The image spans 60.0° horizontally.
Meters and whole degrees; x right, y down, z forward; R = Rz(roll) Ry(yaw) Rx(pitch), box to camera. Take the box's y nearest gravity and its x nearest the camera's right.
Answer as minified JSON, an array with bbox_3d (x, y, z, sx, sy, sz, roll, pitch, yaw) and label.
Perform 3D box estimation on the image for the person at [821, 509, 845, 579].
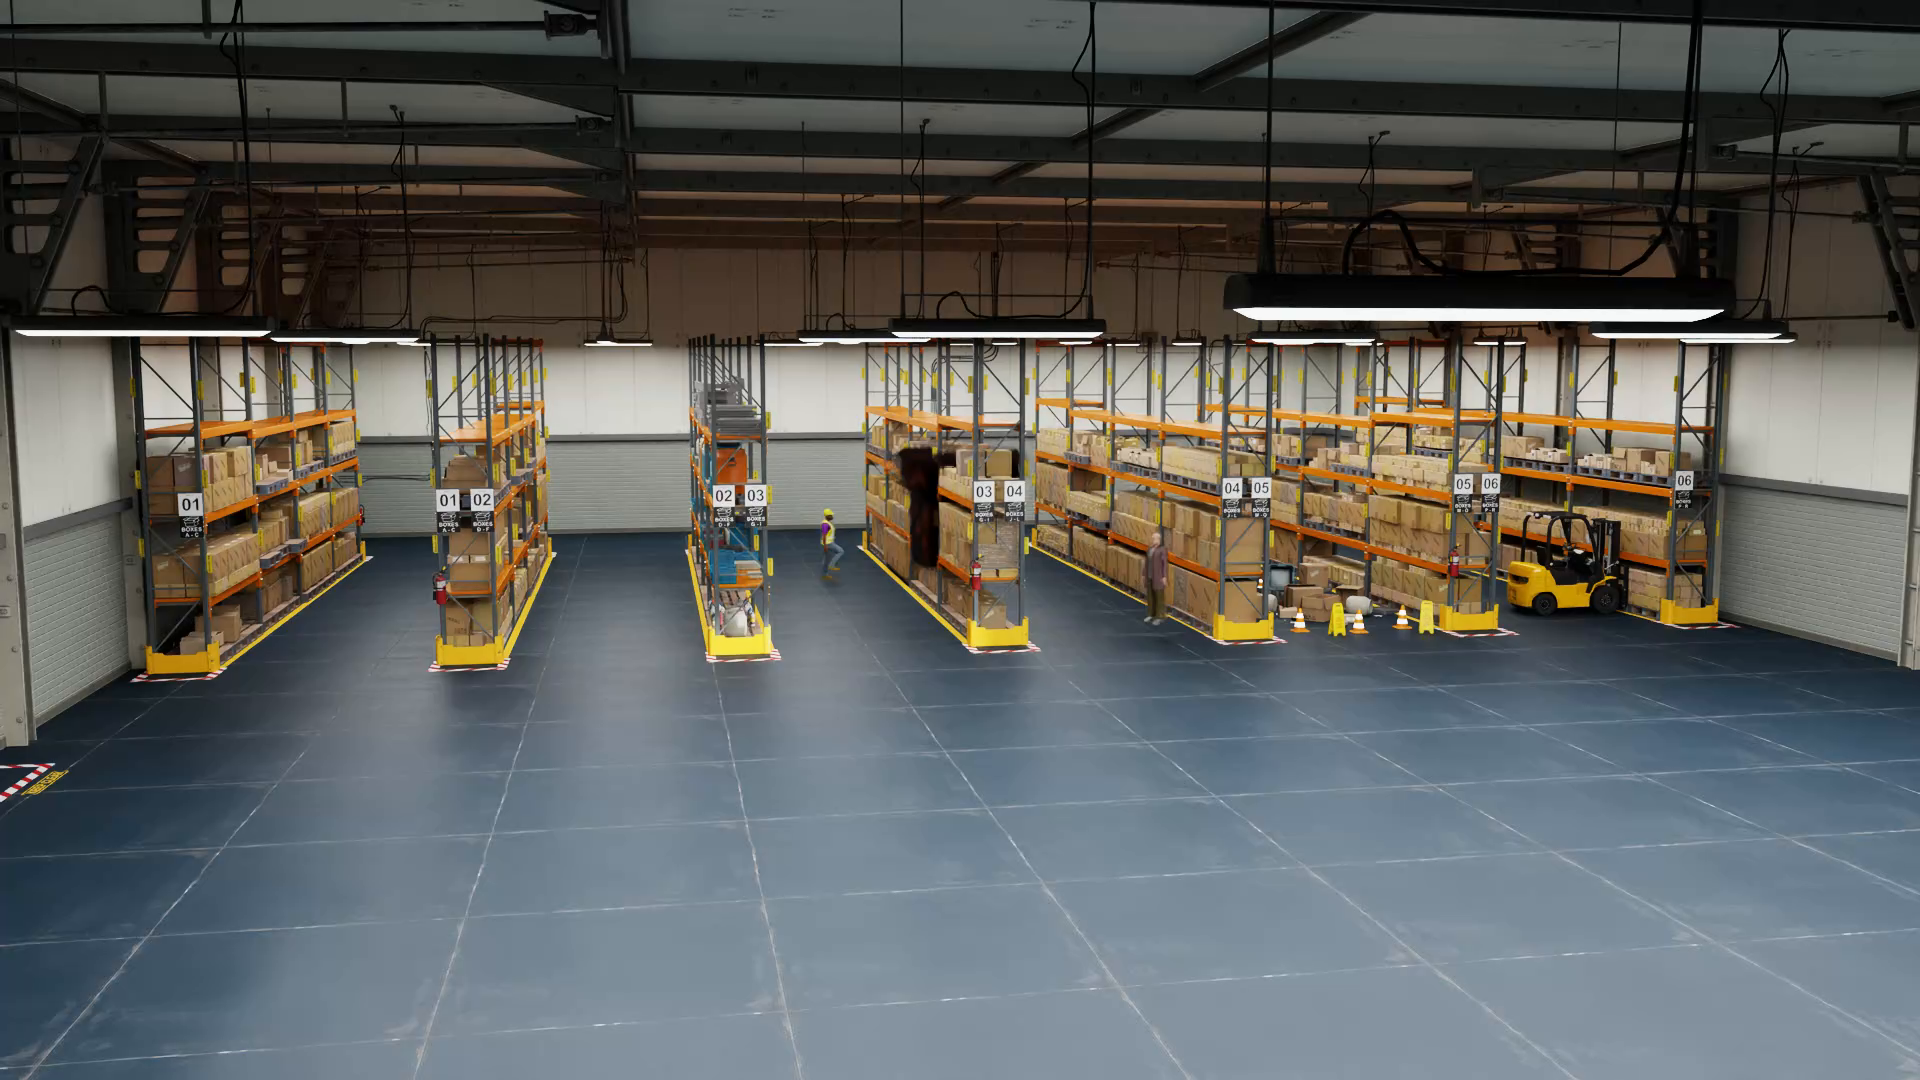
[{"bbox_3d":[-3.159,0.110,41.284,0.615,1.769,0.602,0,7,2],"label":"person"}]

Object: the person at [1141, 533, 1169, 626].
[{"bbox_3d":[3.837,0.762,33.015,0.413,1.801,0.628,-5,8,-35],"label":"person"}]
